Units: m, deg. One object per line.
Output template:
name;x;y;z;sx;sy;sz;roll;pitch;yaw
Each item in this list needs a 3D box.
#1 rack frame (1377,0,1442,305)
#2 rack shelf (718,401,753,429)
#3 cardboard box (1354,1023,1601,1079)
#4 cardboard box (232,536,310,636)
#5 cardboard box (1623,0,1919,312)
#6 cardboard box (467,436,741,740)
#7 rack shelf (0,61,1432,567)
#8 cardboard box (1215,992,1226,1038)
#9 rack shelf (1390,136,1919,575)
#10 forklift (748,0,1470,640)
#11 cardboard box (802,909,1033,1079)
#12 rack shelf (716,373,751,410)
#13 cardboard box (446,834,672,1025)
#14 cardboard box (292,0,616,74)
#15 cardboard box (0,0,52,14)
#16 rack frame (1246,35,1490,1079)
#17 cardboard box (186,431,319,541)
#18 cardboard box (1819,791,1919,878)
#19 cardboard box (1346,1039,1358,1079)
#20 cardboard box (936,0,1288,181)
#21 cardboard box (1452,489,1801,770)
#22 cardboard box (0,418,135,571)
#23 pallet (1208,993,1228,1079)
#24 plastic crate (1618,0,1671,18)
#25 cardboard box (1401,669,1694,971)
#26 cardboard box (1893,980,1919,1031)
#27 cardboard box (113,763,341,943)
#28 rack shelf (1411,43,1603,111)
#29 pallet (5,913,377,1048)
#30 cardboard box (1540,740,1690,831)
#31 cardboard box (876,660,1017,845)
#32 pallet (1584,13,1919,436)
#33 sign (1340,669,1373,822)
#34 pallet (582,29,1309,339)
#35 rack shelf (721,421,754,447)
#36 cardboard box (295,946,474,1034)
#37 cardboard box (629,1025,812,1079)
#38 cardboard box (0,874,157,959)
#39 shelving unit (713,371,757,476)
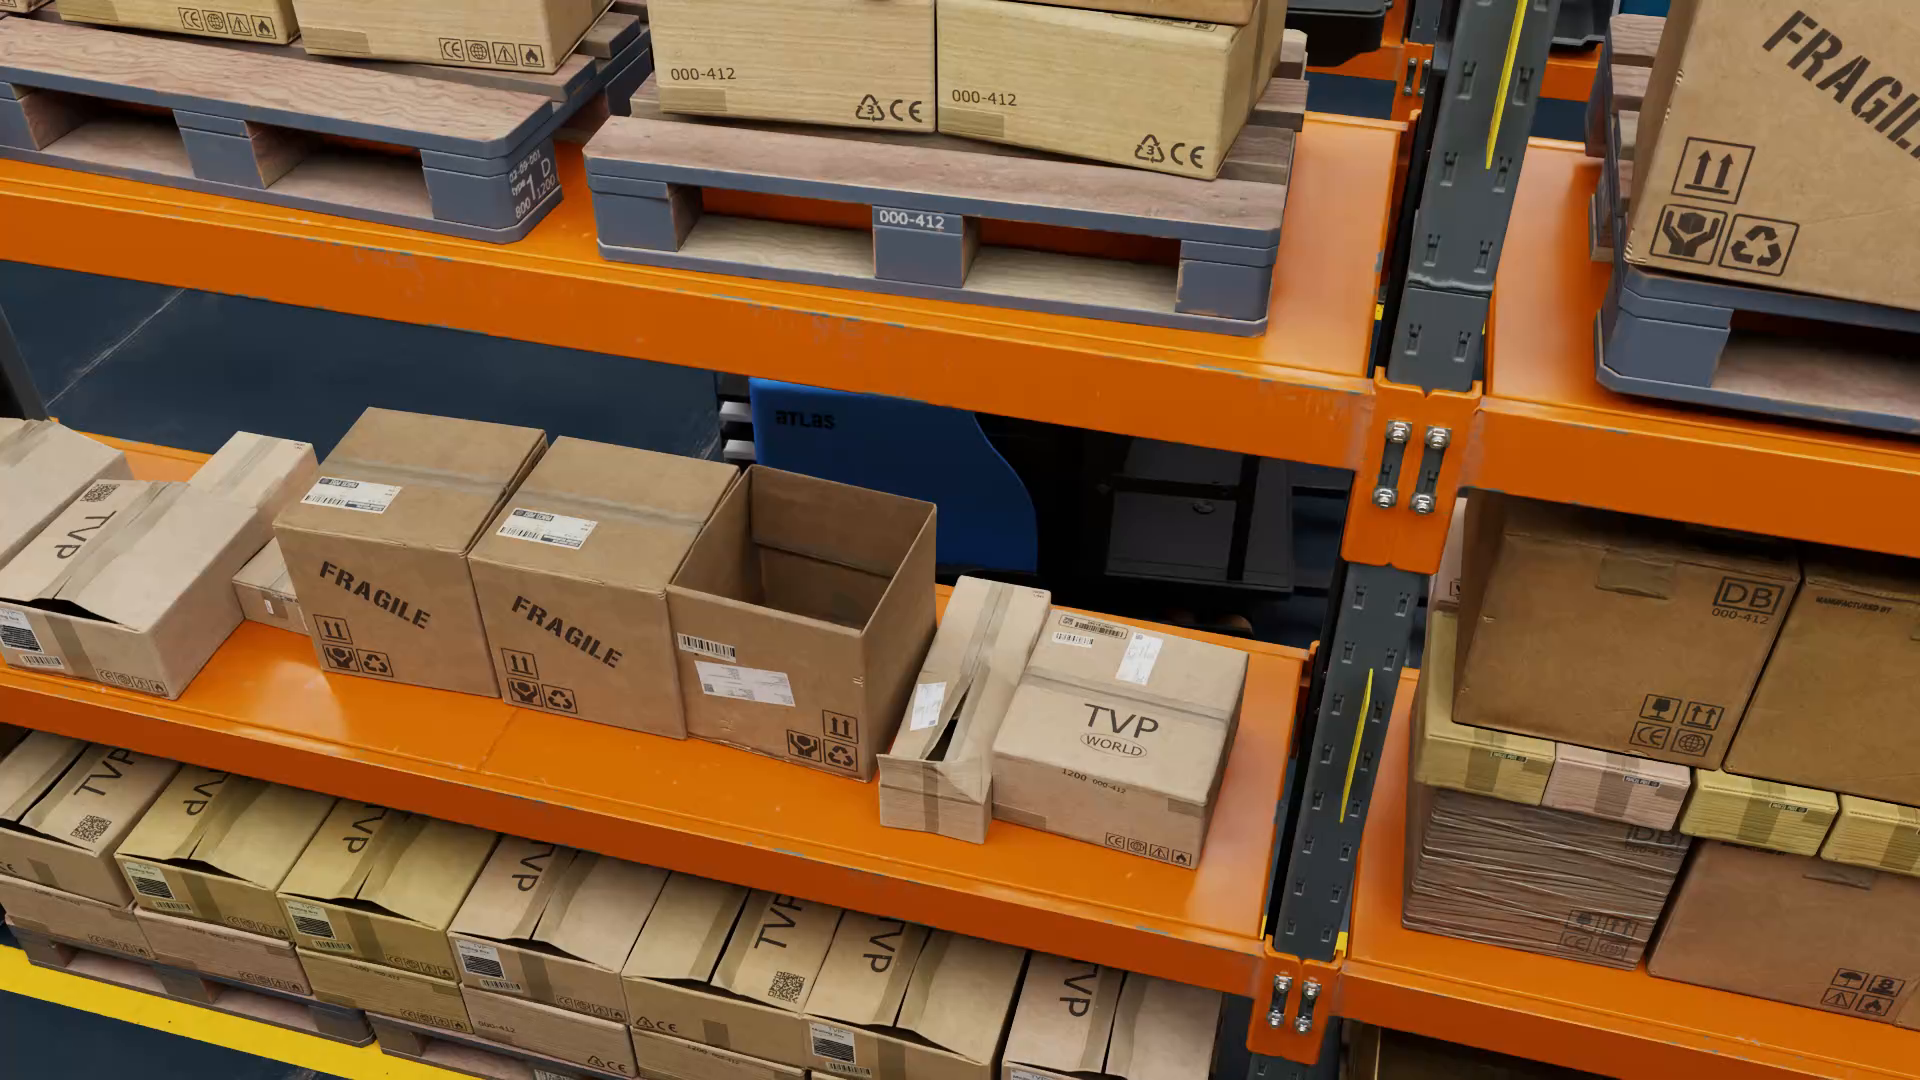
rack frame;2.157;-2.615;7.532;0.127;3.000;1.000;10;41;11
rack shelf;-0.806;-0.527;6.450;0.200;0.077;0.258;5;40;6
cardboard box;1.240;1.338;4.053;0.500;0.500;0.500;10;41;11
cardboard box;-1.744;0.070;4.530;0.250;0.149;0.380;13;42;15
cardboard box;1.292;-0.692;2.396;0.500;0.500;0.500;13;42;15
cardboard box;-0.857;0.115;4.203;0.500;0.500;0.500;10;41;11
rack shelf;-1.059;-0.744;3.531;4.000;0.370;1.077;10;41;11
cardboard box;0.548;1.133;4.880;0.500;0.250;0.500;9;41;10
rack shelf;2.805;-0.079;2.739;4.000;0.370;1.077;10;41;11
forklift;0.802;-1.049;5.720;3.031;2.935;1.130;5;40;6
cardboard box;-0.096;1.167;4.403;0.500;0.311;0.500;11;41;13
rack shelf;-0.806;-0.596;6.392;0.200;0.077;0.258;5;40;6
cardboard box;-1.062;0.997;4.606;0.500;0.311;0.500;9;41;11
cardboard box;-0.958;-1.146;3.240;0.500;0.250;0.500;7;40;8
cardboard box;-2.027;-1.339;3.470;0.500;0.250;0.500;11;41;13
rack frame;0.873;0.462;3.868;0.127;3.000;1.000;10;41;11
cardboard box;-2.050;-0.129;4.767;0.250;0.149;0.380;10;41;11
cardboard box;1.829;0.466;3.281;0.250;0.149;0.380;9;41;11
cardboard box;1.243;1.619;4.301;0.500;0.250;0.500;10;41;11
cardboard box;0.281;-0.899;2.946;0.500;0.250;0.500;14;42;16
cardboard box;1.304;-0.004;3.336;0.500;0.500;0.700;10;41;12
cardboard box;-2.651;-0.082;4.584;0.500;0.311;0.500;12;42;14
pallet;0.152;1.431;4.882;1.213;0.211;1.003;10;41;11
plastic crate;3.297;-2.543;7.561;0.616;0.251;0.499;10;41;11
cardboard box;1.304;0.493;3.753;0.500;0.500;0.700;9;41;10
cardboard box;2.299;0.663;3.551;0.500;0.500;0.700;10;41;12
cardboard box;-2.051;0.826;4.810;0.500;0.311;0.500;9;41;10
rack shelf;4.089;-2.007;7.367;4.000;0.370;1.077;10;41;11
pallet;-2.205;1.025;5.365;1.213;0.211;1.003;10;41;11
cardboard box;1.325;0.381;3.381;0.250;0.149;0.380;10;41;12
cardboard box;-0.023;0.481;3.949;0.258;0.266;0.396;9;41;10
pallet;1.704;-0.527;2.782;1.213;0.211;1.003;10;41;11
sign;0.743;0.387;3.118;0.005;0.325;0.100;10;41;11
pallet;0.018;-0.752;3.130;1.217;0.209;0.805;8;41;10
rack shelf;-0.806;-0.458;6.508;0.200;0.077;0.258;5;40;6
cardboard box;-1.571;1.124;4.891;0.500;0.250;0.500;9;41;10
cardboard box;-0.585;1.295;4.687;0.500;0.250;0.500;11;41;12
cardboard box;-2.561;0.958;5.088;0.500;0.250;0.500;10;41;11
shelving unit;-0.806;-0.415;6.544;0.210;0.900;0.258;5;40;6
